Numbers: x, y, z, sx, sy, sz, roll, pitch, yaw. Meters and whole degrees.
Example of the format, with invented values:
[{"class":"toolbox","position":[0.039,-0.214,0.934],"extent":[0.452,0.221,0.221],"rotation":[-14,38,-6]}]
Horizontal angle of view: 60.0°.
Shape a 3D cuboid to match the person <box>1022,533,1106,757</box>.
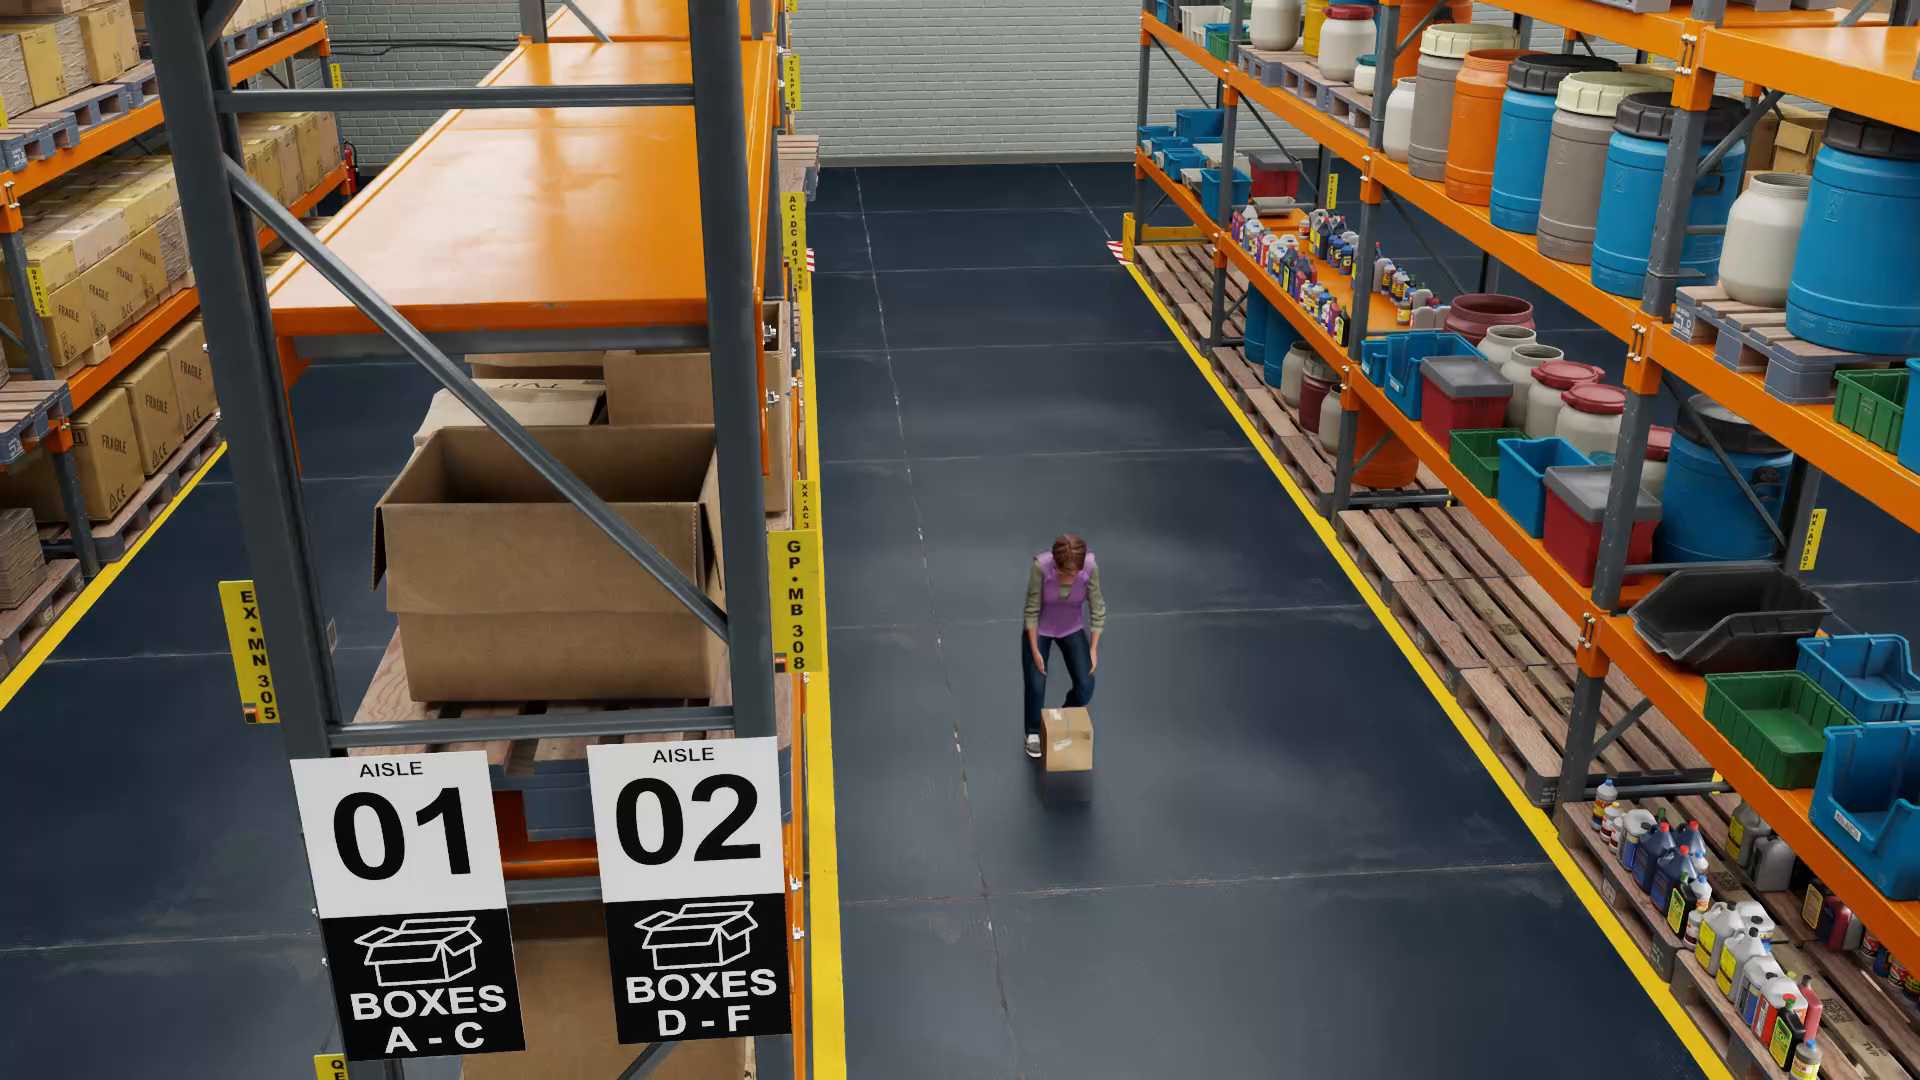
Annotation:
[{"class":"person","position":[0.571,0.554,9.293],"extent":[0.456,1.423,0.560],"rotation":[-2,24,-5]}]
